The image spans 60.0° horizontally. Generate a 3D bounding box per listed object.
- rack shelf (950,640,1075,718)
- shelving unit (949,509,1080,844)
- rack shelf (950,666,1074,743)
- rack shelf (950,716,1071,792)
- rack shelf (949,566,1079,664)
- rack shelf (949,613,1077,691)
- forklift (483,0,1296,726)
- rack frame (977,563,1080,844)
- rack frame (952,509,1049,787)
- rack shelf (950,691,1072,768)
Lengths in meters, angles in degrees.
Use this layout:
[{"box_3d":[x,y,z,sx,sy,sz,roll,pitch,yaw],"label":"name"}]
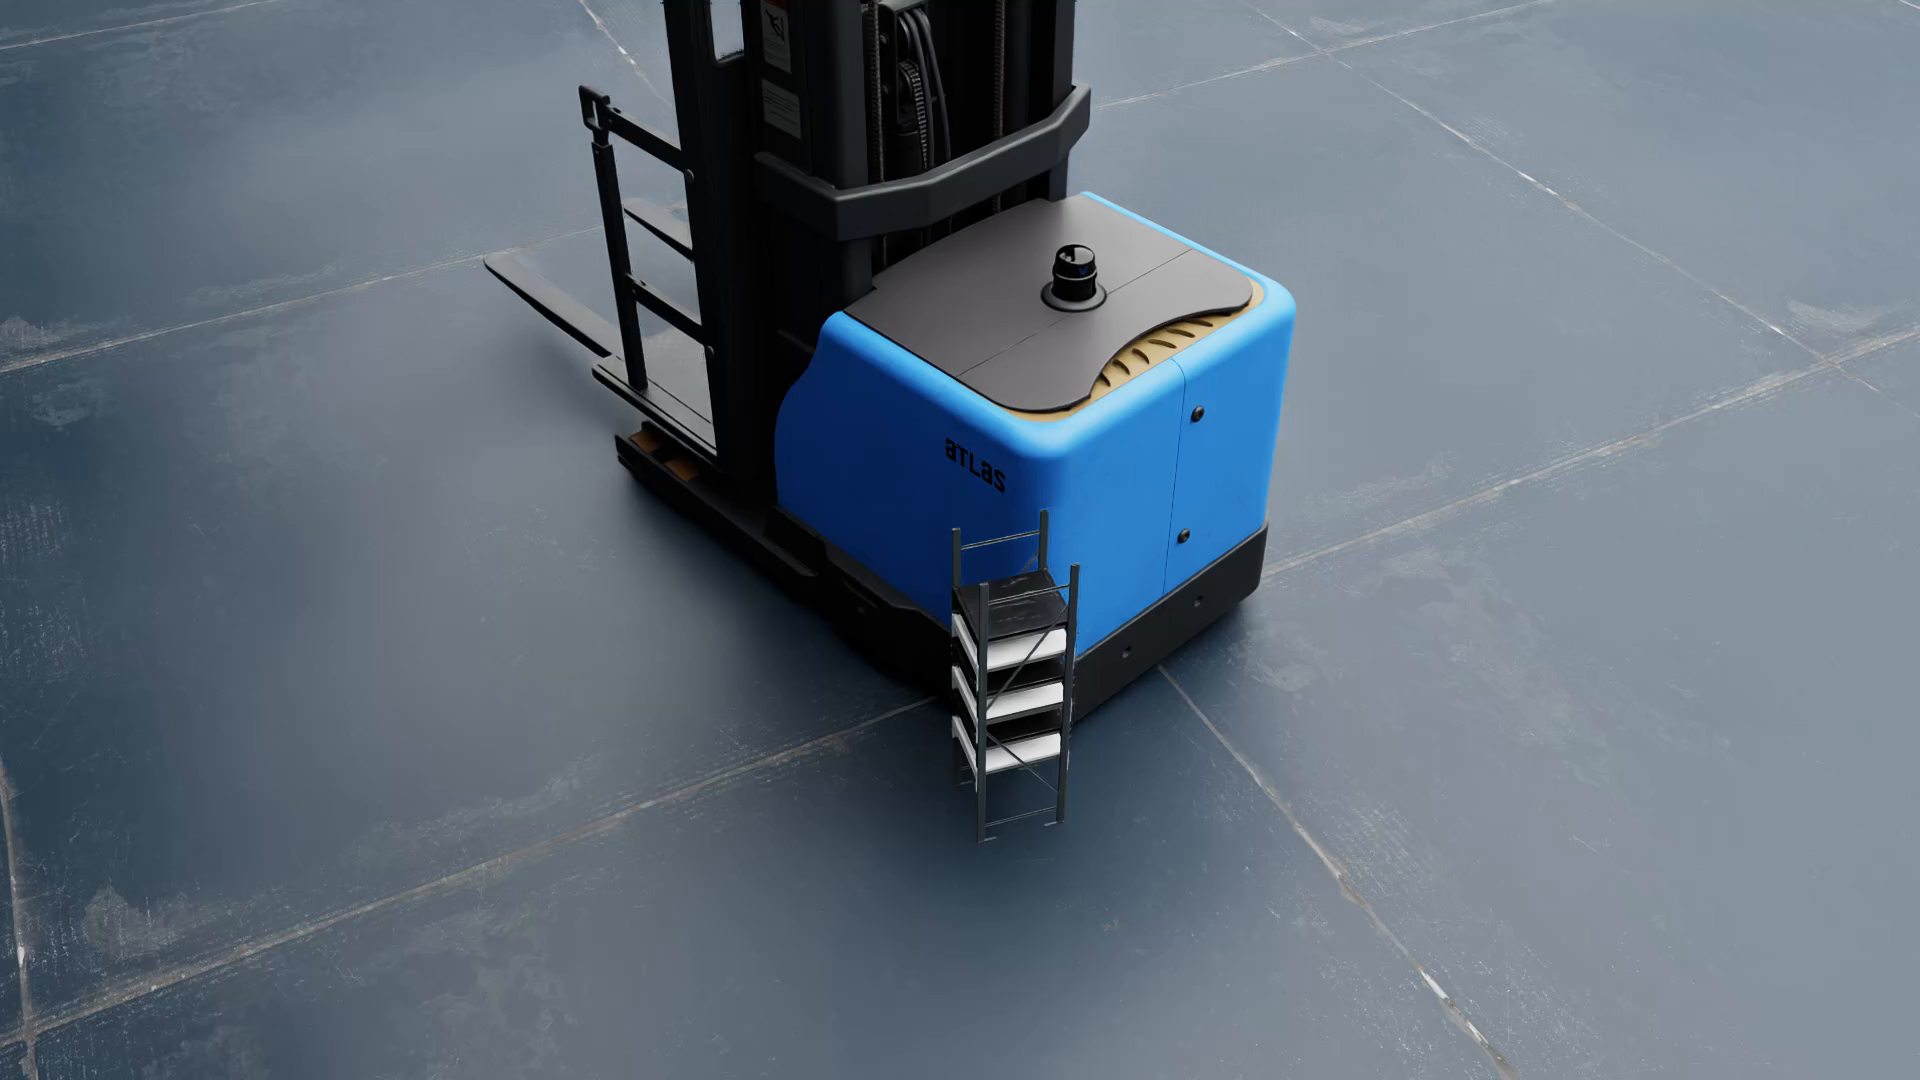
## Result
[{"box_3d":[0.127,0.315,4.094,0.258,0.077,0.200,-12,42,-13],"label":"rack shelf"},{"box_3d":[0.127,0.358,4.131,0.258,0.900,0.210,-12,42,-13],"label":"shelving unit"},{"box_3d":[0.127,0.383,4.152,0.258,0.077,0.200,-12,42,-13],"label":"rack shelf"},{"box_3d":[0.127,0.521,4.268,0.258,0.077,0.200,-12,42,-13],"label":"rack shelf"},{"box_3d":[0.127,0.177,3.978,0.258,0.077,0.200,-12,42,-13],"label":"rack shelf"},{"box_3d":[0.127,0.246,4.036,0.258,0.077,0.200,-12,42,-13],"label":"rack shelf"},{"box_3d":[-0.477,-1.428,4.668,1.130,2.935,3.031,-32,49,-32],"label":"forklift"},{"box_3d":[0.158,0.421,4.057,0.240,0.900,0.006,-12,42,-13],"label":"rack frame"},{"box_3d":[0.096,0.295,4.204,0.240,0.900,0.006,-12,42,-13],"label":"rack frame"},{"box_3d":[0.127,0.452,4.210,0.258,0.077,0.200,-12,42,-13],"label":"rack shelf"}]
